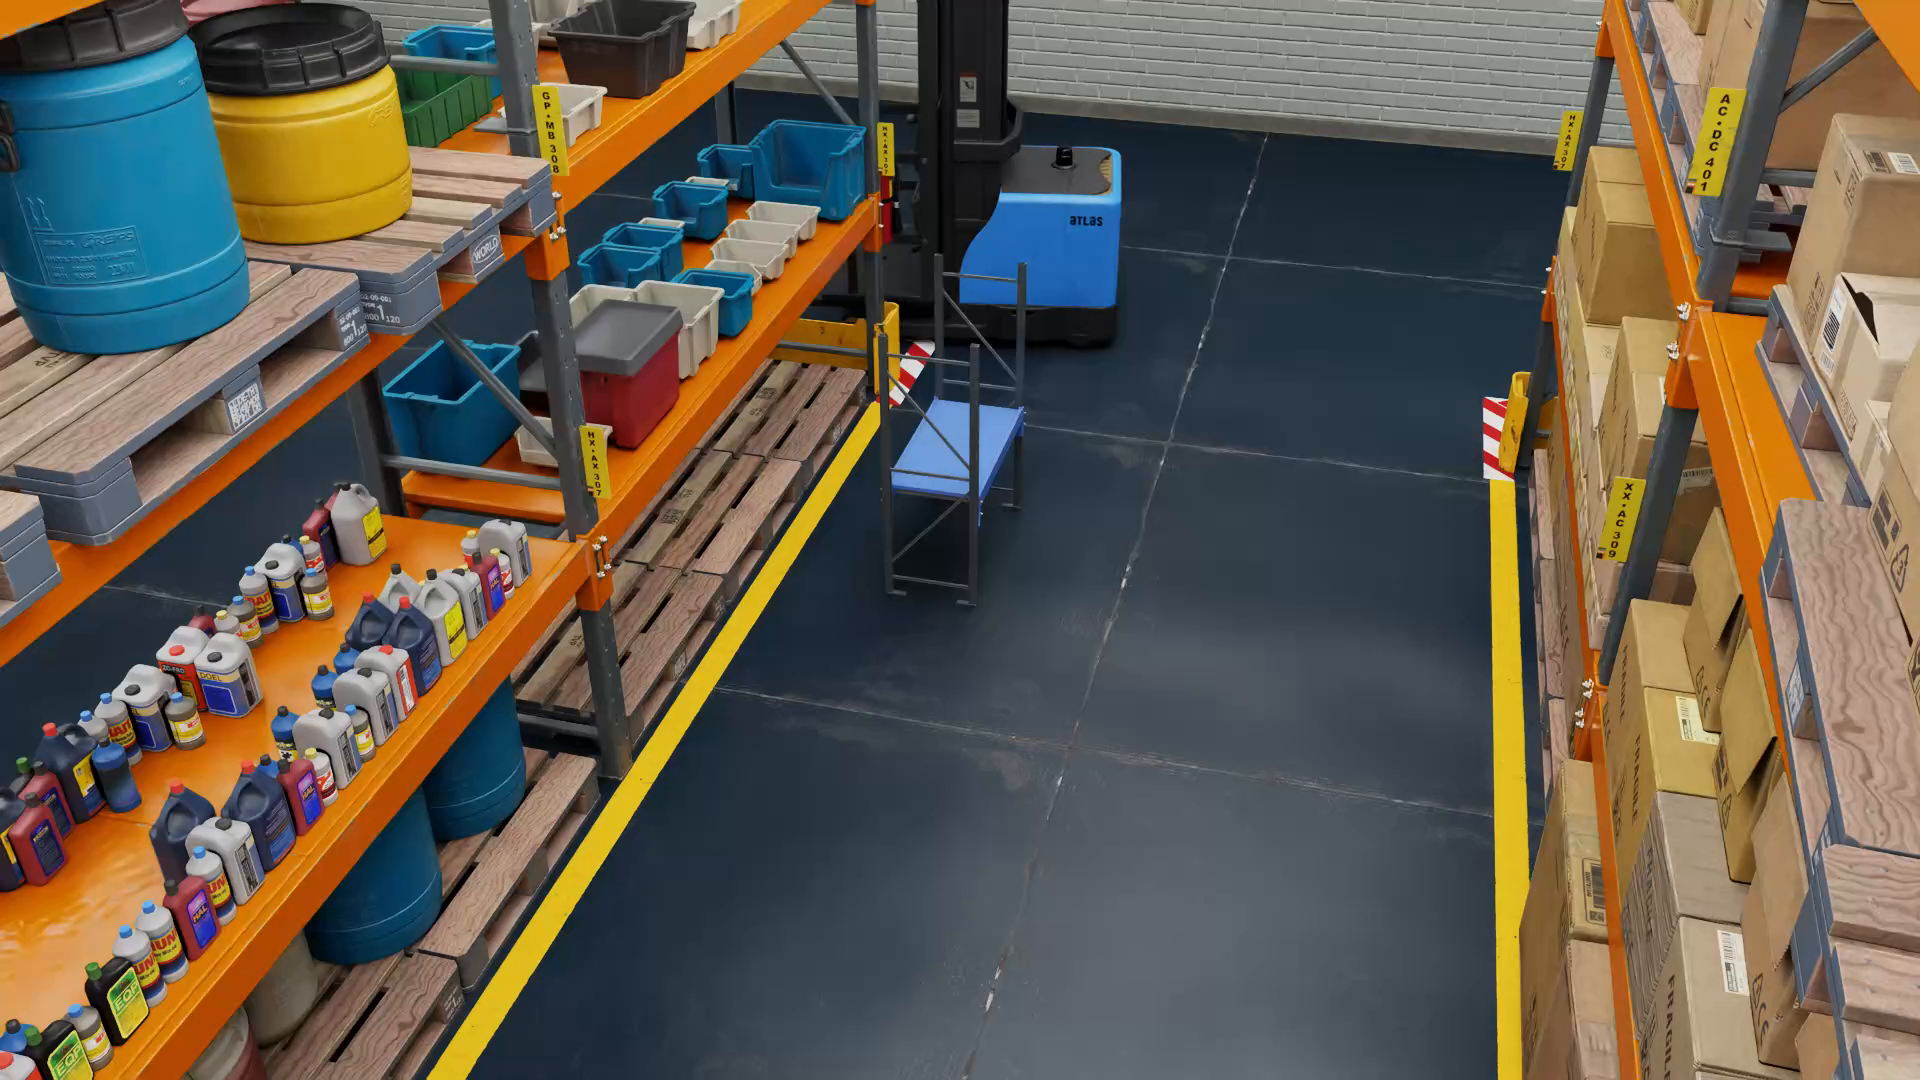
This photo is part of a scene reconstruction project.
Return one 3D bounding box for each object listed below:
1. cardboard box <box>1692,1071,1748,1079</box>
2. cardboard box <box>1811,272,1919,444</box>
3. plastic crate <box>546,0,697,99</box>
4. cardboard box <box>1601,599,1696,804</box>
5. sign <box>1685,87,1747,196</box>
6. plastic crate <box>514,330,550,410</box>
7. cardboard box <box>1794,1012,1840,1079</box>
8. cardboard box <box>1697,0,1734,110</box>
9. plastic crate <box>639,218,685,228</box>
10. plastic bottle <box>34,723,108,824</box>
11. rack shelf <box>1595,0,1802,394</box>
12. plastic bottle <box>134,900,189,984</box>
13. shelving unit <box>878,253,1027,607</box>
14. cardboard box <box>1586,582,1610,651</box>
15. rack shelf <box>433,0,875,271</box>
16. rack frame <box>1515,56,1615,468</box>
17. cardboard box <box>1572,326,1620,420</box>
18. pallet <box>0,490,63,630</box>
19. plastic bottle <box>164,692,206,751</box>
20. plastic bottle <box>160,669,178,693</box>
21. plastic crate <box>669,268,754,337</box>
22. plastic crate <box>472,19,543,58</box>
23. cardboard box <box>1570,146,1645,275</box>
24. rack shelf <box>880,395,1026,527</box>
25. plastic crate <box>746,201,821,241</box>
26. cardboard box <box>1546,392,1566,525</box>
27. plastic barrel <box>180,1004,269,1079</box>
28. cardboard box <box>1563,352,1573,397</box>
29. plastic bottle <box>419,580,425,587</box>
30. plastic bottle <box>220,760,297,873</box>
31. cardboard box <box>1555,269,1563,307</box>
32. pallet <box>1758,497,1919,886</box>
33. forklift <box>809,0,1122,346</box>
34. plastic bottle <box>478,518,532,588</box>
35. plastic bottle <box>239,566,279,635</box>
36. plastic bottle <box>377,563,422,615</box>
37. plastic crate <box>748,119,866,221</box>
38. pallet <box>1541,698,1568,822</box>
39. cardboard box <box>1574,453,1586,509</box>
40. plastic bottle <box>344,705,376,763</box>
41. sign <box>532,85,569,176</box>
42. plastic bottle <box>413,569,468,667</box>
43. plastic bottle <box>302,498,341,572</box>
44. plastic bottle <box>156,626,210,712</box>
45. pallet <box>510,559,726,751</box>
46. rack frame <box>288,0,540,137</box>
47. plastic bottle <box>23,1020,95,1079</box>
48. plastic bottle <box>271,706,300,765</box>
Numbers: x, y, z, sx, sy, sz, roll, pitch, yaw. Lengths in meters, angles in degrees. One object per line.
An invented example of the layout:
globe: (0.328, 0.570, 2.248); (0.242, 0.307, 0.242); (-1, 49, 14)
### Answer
cardboard box: (1.926, 1.621, 3.812); (0.500, 0.500, 0.500); (7, 33, 11)
cardboard box: (2.429, -0.444, 4.048); (0.500, 0.311, 0.500); (7, 33, 11)
plastic crate: (-1.416, -2.088, 7.064); (0.497, 0.269, 0.590); (8, 33, 12)
cardboard box: (2.436, 0.567, 5.469); (0.500, 0.500, 0.500); (8, 33, 13)
sign: (2.257, -1.188, 4.970); (0.100, 0.325, 0.005); (8, 33, 12)
plastic crate: (-1.972, -0.796, 7.907); (0.437, 0.125, 0.590); (8, 33, 12)
cardboard box: (2.149, 1.300, 3.381); (0.797, 0.503, 0.637); (9, 33, 13)
cardboard box: (3.076, -1.816, 5.936); (0.700, 0.500, 0.500); (10, 34, 15)
plastic crate: (-1.696, -1.669, 9.269); (0.250, 0.136, 0.298); (8, 33, 12)
plastic bottle: (-2.870, 0.724, 5.362); (0.144, 0.351, 0.185); (8, 33, 12)
rack shelf: (3.302, -1.595, 6.838); (1.077, 0.370, 4.000); (8, 33, 12)
plastic bottle: (-2.299, 1.144, 4.775); (0.097, 0.271, 0.097); (0, 32, 0)
shelving unit: (-0.022, -0.589, 8.778); (0.538, 1.500, 1.048); (8, 33, 12)
cardboard box: (2.555, 0.308, 6.204); (0.380, 0.149, 0.250); (8, 33, 13)
rack shelf: (-1.489, -2.270, 7.899); (1.077, 0.370, 4.000); (8, 33, 12)
rack frame: (3.810, -1.671, 9.083); (1.000, 3.000, 0.127); (8, 33, 12)
cardboard box: (3.043, -0.719, 7.447); (0.500, 0.250, 0.500); (7, 33, 11)
pallet: (-2.723, 0.236, 3.462); (1.003, 0.211, 1.213); (8, 33, 12)
plastic bottle: (-2.651, 0.611, 5.679); (0.097, 0.201, 0.097); (0, 32, 0)
plastic bottle: (-2.773, 0.539, 5.791); (0.097, 0.201, 0.097); (0, 32, 0)
plastic crate: (-1.254, -1.199, 8.441); (0.416, 0.233, 0.300); (8, 33, 12)
plastic crate: (-2.042, -2.136, 7.264); (0.293, 0.136, 0.466); (8, 33, 12)
cardboard box: (3.300, -1.578, 8.100); (0.500, 0.500, 0.500); (7, 33, 11)
rack shelf: (-0.022, -0.437, 8.875); (0.538, 0.185, 1.000); (8, 33, 12)
plastic crate: (-1.013, -1.812, 9.494); (0.396, 0.136, 0.243); (8, 33, 12)
cardboard box: (3.725, -0.609, 9.000); (0.875, 0.875, 0.875); (8, 33, 12)
plastic barrel: (-2.617, 1.804, 5.472); (0.600, 0.588, 0.708); (8, 33, 12)
cardboard box: (3.076, -0.758, 7.881); (0.380, 0.149, 0.250); (8, 33, 12)
plastic bottle: (-2.002, 0.245, 6.254); (0.097, 0.201, 0.097); (0, 32, 0)
plastic bottle: (-2.193, 0.844, 5.172); (0.144, 0.351, 0.185); (8, 33, 12)
cardboard box: (3.337, -1.292, 8.721); (0.380, 0.149, 0.250); (8, 33, 12)
pallet: (2.172, 0.372, 3.249); (1.003, 0.211, 1.213); (10, 34, 15)
forklift: (-0.417, -2.861, 11.018); (3.031, 2.935, 1.130); (2, 33, 4)
plastic bottle: (-1.784, 0.031, 6.521); (0.152, 0.276, 0.135); (8, 33, 12)
plastic bottle: (-2.631, 0.219, 6.229); (0.097, 0.271, 0.097); (0, 32, 0)
plastic bottle: (-2.053, 0.253, 6.102); (0.144, 0.351, 0.185); (8, 33, 12)
plastic crate: (-0.886, -2.186, 9.804); (0.616, 0.435, 0.499); (8, 33, 12)
pallet: (3.063, 1.198, 7.170); (1.003, 0.211, 1.213); (8, 33, 12)
cardboard box: (2.816, -0.226, 7.044); (0.380, 0.149, 0.250); (9, 33, 13)
plastic bottle: (-2.042, 0.648, 5.620); (0.097, 0.201, 0.097); (0, 32, 0)
sign: (-1.465, -1.463, 5.952); (0.100, 0.325, 0.005); (8, 33, 12)
plastic bottle: (-1.913, 0.273, 6.071); (0.144, 0.351, 0.185); (8, 33, 12)
plastic bottle: (-2.536, -0.019, 6.593); (0.061, 0.283, 0.133); (8, 33, 12)
plastic bottle: (-2.717, 0.452, 5.859); (0.152, 0.276, 0.135); (8, 33, 12)
pallet: (-1.847, 0.520, 8.235); (1.003, 0.211, 1.213); (8, 33, 12)
rack frame: (-1.996, -2.801, 5.269); (1.000, 3.000, 0.127); (8, 33, 12)
plastic bottle: (-2.393, 1.371, 4.406); (0.061, 0.283, 0.133); (8, 33, 12)
plastic bottle: (-2.223, 0.667, 5.524); (0.097, 0.271, 0.097); (0, 32, 0)
